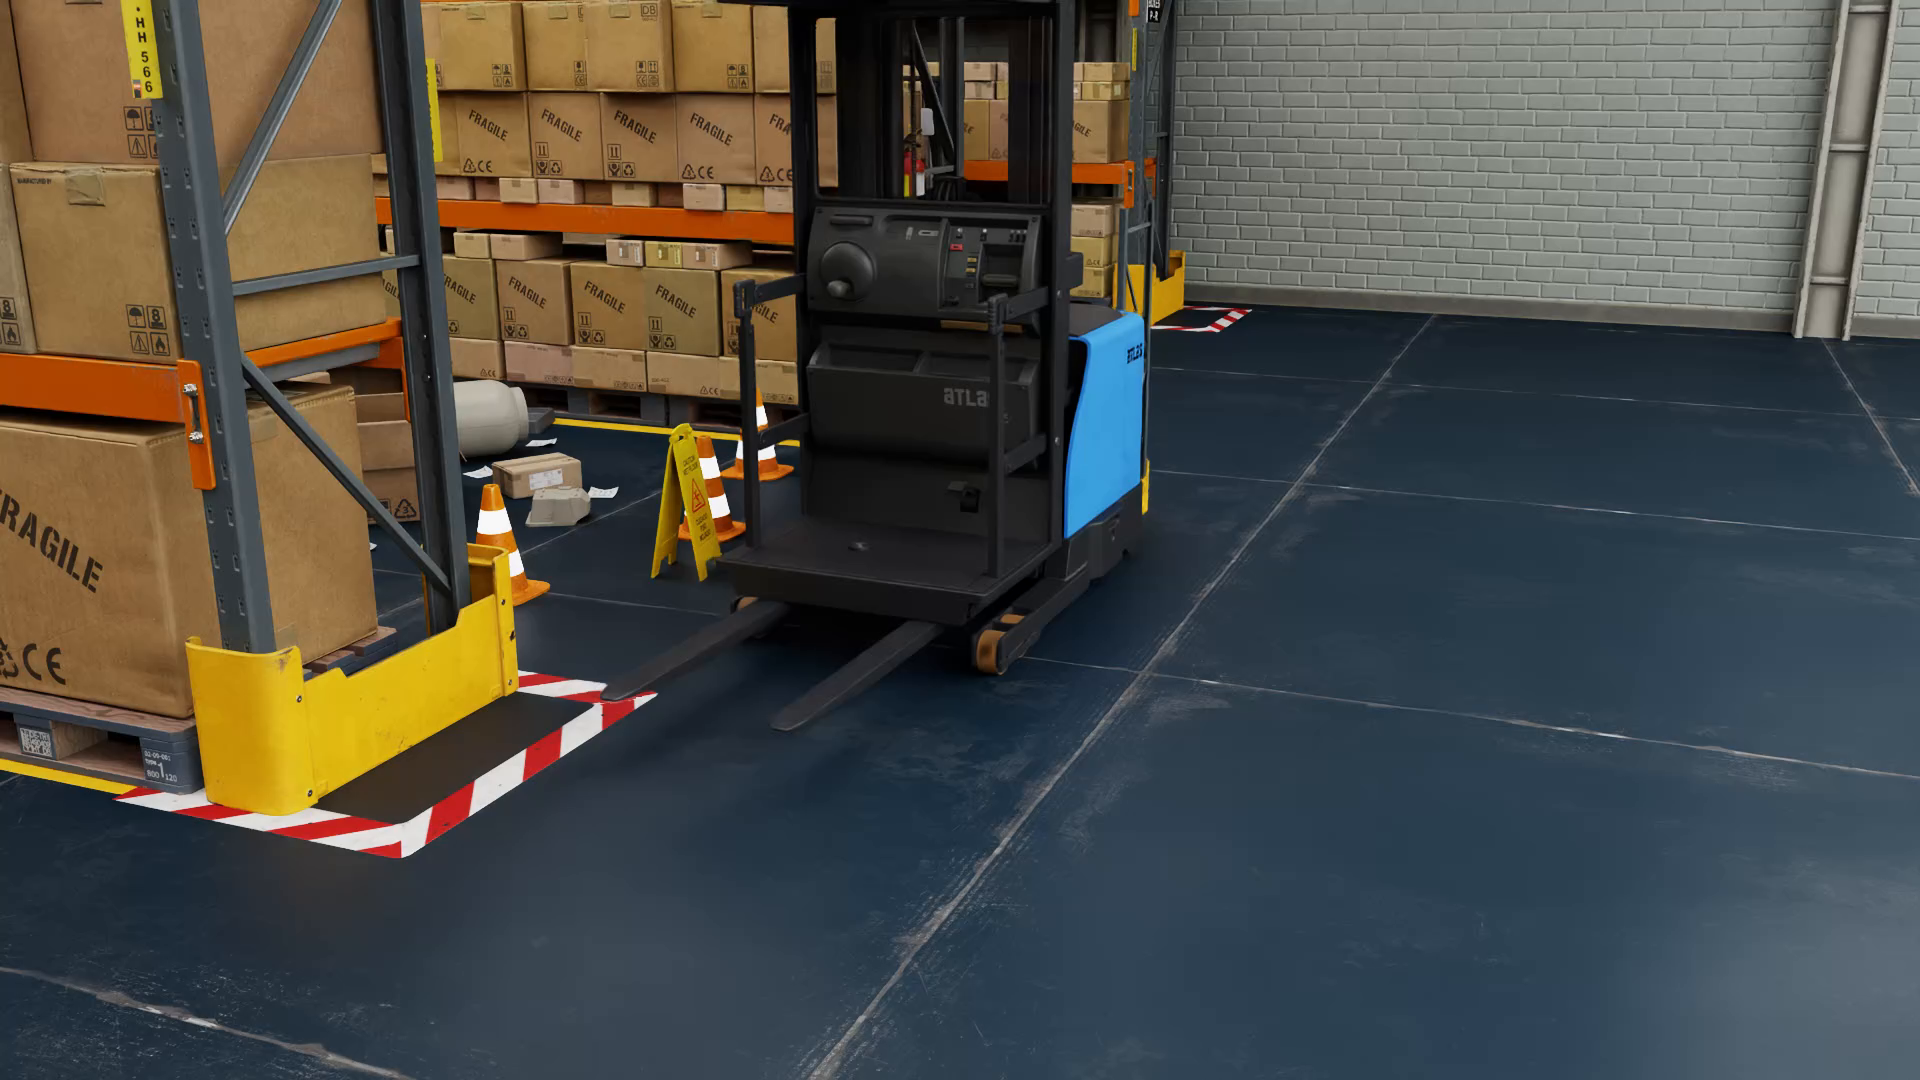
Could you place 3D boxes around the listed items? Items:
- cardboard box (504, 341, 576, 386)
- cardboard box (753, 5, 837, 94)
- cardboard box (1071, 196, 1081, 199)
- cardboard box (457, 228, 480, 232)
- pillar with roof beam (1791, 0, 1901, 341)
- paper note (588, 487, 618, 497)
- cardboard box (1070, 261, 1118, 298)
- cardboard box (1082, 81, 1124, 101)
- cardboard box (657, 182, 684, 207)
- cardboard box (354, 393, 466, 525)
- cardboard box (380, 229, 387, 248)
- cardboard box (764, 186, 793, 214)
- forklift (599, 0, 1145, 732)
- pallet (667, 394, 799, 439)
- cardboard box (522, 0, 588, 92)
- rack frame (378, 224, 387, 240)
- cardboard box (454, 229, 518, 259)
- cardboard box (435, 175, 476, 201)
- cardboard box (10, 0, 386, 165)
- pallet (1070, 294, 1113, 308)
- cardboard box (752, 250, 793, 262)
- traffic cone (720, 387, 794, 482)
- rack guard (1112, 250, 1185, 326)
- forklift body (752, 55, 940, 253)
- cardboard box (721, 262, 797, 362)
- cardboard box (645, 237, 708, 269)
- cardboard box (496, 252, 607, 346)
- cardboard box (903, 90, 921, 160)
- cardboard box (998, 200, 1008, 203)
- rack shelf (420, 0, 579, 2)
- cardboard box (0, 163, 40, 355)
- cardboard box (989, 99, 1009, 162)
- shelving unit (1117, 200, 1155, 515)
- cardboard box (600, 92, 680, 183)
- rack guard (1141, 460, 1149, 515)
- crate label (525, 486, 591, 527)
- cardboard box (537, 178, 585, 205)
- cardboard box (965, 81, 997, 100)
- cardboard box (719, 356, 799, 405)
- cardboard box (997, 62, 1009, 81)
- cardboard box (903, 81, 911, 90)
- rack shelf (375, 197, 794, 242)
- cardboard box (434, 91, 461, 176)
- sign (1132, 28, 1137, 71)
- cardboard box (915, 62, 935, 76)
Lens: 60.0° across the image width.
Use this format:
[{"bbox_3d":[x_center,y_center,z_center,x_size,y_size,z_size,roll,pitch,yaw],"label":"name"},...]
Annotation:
[{"bbox_3d":[-2.489,-1.145,10.416,0.500,0.250,0.500,6,17,20],"label":"cardboard box"},{"bbox_3d":[-0.768,-2.757,9.283,0.500,0.500,0.700,6,17,19],"label":"cardboard box"},{"bbox_3d":[0.761,-2.888,14.626,0.500,0.250,0.500,6,17,21],"label":"cardboard box"},{"bbox_3d":[-4.651,-3.125,16.565,0.625,0.625,0.875,7,18,22],"label":"cardboard box"},{"bbox_3d":[5.290,-4.834,8.183,0.400,9.000,9.100,6,17,21],"label":"pillar with roof beam"},{"bbox_3d":[-1.823,-0.245,8.462,0.142,0.019,0.148,0,16,1],"label":"paper note"},{"bbox_3d":[1.052,-2.225,14.137,0.500,0.250,0.500,6,17,21],"label":"cardboard box"},{"bbox_3d":[1.179,-3.700,13.696,0.250,0.149,0.380,7,17,21],"label":"cardboard box"},{"bbox_3d":[-1.584,-2.062,9.848,0.250,0.149,0.380,7,17,21],"label":"cardboard box"},{"bbox_3d":[-2.776,-0.414,8.198,0.637,0.503,0.797,-5,17,-18],"label":"cardboard box"},{"bbox_3d":[-6.127,-3.313,17.437,0.500,0.500,0.500,7,18,23],"label":"cardboard box"},{"bbox_3d":[-0.916,-1.949,9.459,0.250,0.149,0.380,6,17,20],"label":"cardboard box"},{"bbox_3d":[-0.225,-1.054,6.047,1.130,2.935,3.031,7,18,22],"label":"forklift"},{"bbox_3d":[-1.027,-0.851,10.227,1.213,0.211,1.003,6,17,21],"label":"pallet"},{"bbox_3d":[-2.162,-2.923,9.856,0.500,0.500,0.700,6,17,20],"label":"cardboard box"},{"bbox_3d":[-3.934,-2.499,10.903,0.127,3.000,1.000,6,17,21],"label":"rack frame"},{"bbox_3d":[-2.911,-1.841,10.306,0.250,0.149,0.380,7,18,23],"label":"cardboard box"},{"bbox_3d":[-3.029,-2.197,10.313,0.250,0.149,0.380,7,18,22],"label":"cardboard box"},{"bbox_3d":[-2.266,-1.435,5.029,0.550,0.550,0.875,6,17,21],"label":"cardboard box"},{"bbox_3d":[0.878,-2.106,14.550,1.213,0.211,1.003,6,17,21],"label":"pallet"},{"bbox_3d":[-1.372,-1.540,10.433,0.500,0.500,0.500,6,17,19],"label":"cardboard box"},{"bbox_3d":[-1.086,-0.581,8.846,0.334,0.463,0.336,6,17,21],"label":"traffic cone"},{"bbox_3d":[1.627,-2.175,14.269,0.348,0.500,1.175,6,17,21],"label":"rack guard"},{"bbox_3d":[-0.829,-2.691,13.086,1.214,2.155,2.313,6,17,21],"label":"forklift body"},{"bbox_3d":[-1.054,-1.346,9.763,0.500,0.500,0.500,6,17,21],"label":"cardboard box"},{"bbox_3d":[-1.653,-1.704,9.833,0.250,0.149,0.380,7,17,22],"label":"cardboard box"},{"bbox_3d":[-2.500,-1.505,10.312,0.500,0.500,0.500,7,18,24],"label":"cardboard box"},{"bbox_3d":[-0.552,-2.401,9.852,0.500,0.500,0.500,6,17,20],"label":"cardboard box"},{"bbox_3d":[0.585,-2.756,14.173,0.500,0.250,0.500,7,17,22],"label":"cardboard box"},{"bbox_3d":[-3.977,-5.087,15.725,4.000,0.370,1.077,6,17,21],"label":"rack shelf"},{"bbox_3d":[-2.817,-0.945,5.279,0.550,0.550,0.875,6,17,21],"label":"cardboard box"},{"bbox_3d":[0.571,-3.464,14.045,0.500,0.500,0.500,7,18,22],"label":"cardboard box"},{"bbox_3d":[0.320,-0.848,7.904,1.083,1.500,0.587,6,17,20],"label":"shelving unit"},{"bbox_3d":[-1.747,-2.370,9.743,0.500,0.500,0.500,6,17,20],"label":"cardboard box"},{"bbox_3d":[0.785,-0.198,7.906,0.087,0.250,0.587,6,17,20],"label":"rack guard"},{"bbox_3d":[-1.932,-0.167,8.002,0.298,0.136,0.250,-2,16,-8],"label":"crate label"},{"bbox_3d":[-2.328,-2.111,10.017,0.250,0.149,0.380,6,17,20],"label":"cardboard box"},{"bbox_3d":[0.220,-3.804,14.055,0.250,0.149,0.380,6,17,19],"label":"cardboard box"},{"bbox_3d":[-1.086,-0.987,9.871,0.500,0.250,0.500,6,17,20],"label":"cardboard box"},{"bbox_3d":[0.496,-3.944,14.002,0.250,0.149,0.380,6,17,21],"label":"cardboard box"},{"bbox_3d":[-0.485,-3.882,14.324,0.250,0.149,0.380,6,17,19],"label":"cardboard box"},{"bbox_3d":[-2.074,-1.949,10.298,4.000,0.370,1.077,6,17,21],"label":"rack shelf"},{"bbox_3d":[-3.152,-2.528,10.287,0.500,0.500,0.500,6,17,20],"label":"cardboard box"},{"bbox_3d":[1.393,-3.908,13.255,0.005,0.325,0.100,6,17,21],"label":"sign"},{"bbox_3d":[-0.235,-4.018,14.256,0.250,0.149,0.380,7,17,21],"label":"cardboard box"}]
